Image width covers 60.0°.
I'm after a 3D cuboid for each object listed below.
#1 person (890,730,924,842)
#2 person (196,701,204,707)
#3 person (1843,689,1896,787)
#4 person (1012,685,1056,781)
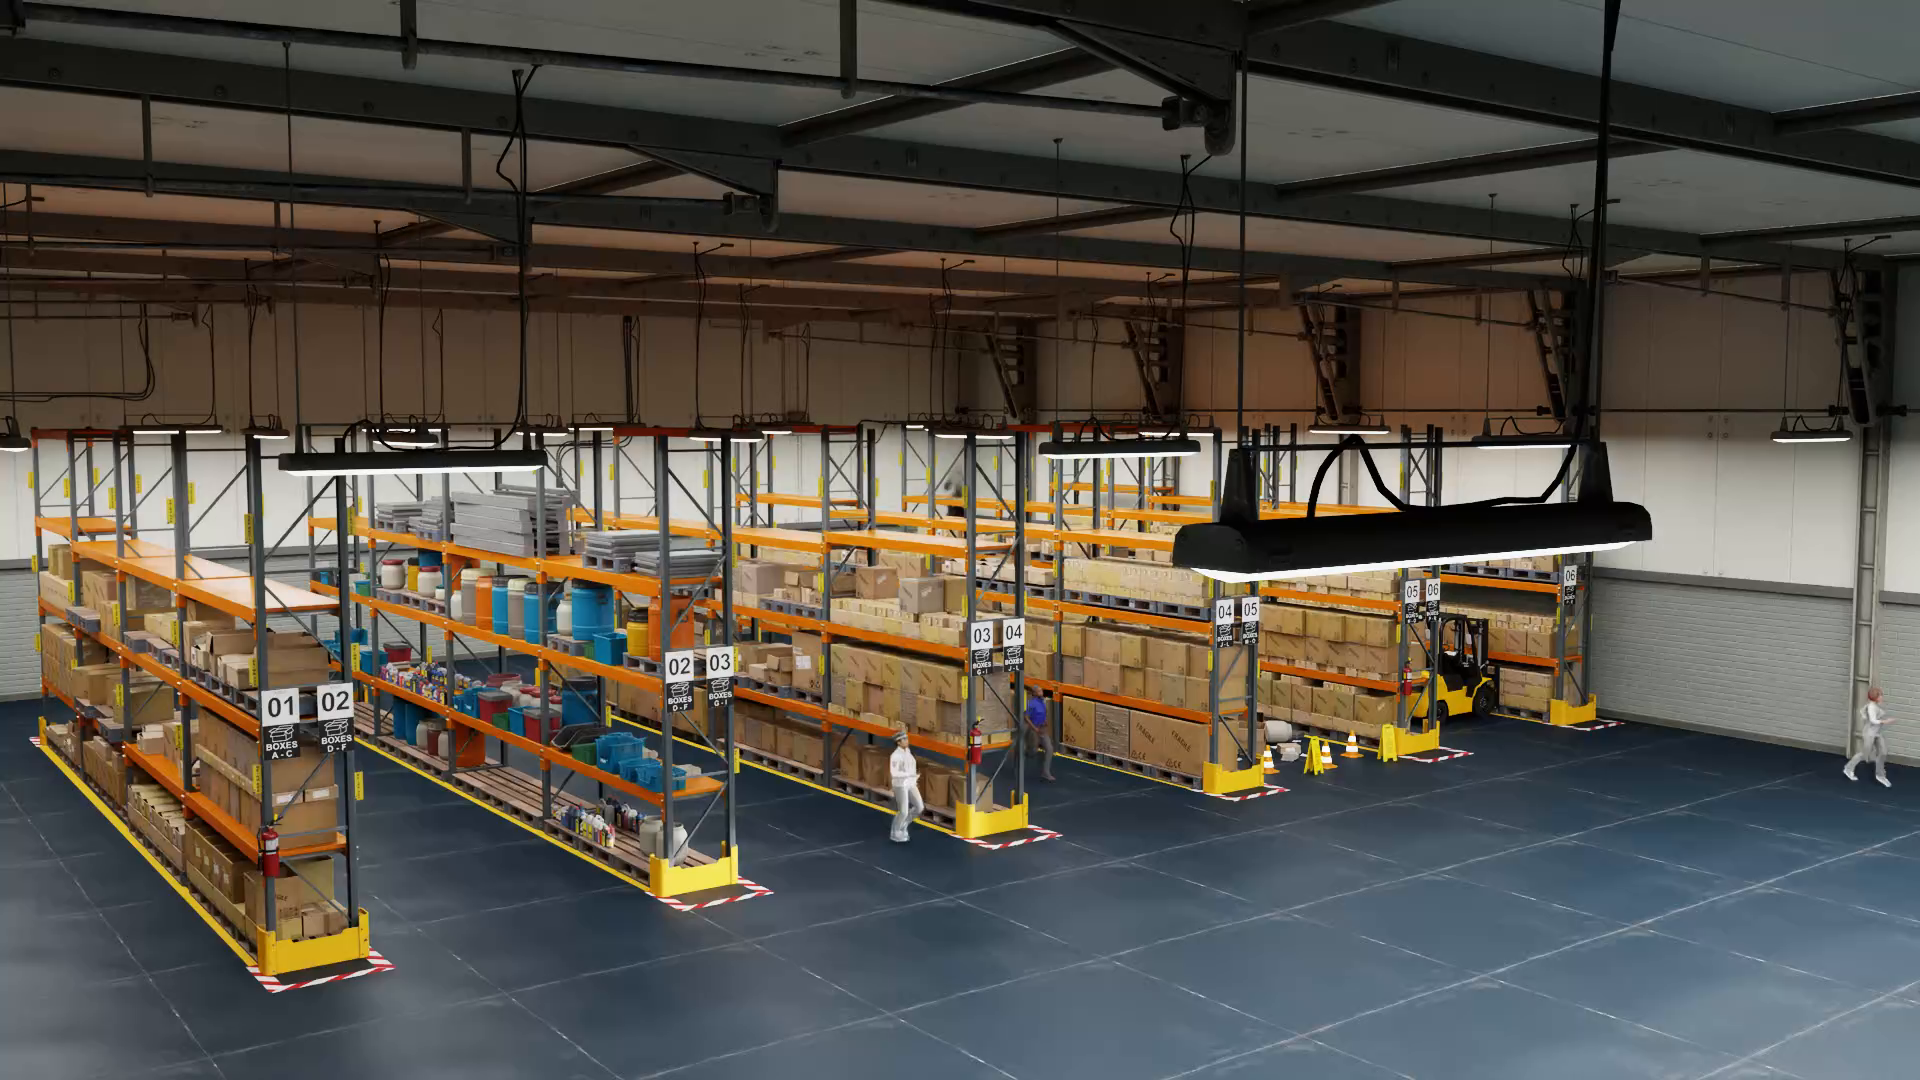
[{"bbox_3d":[-0.762,3.587,24.240,0.577,1.666,0.599,3,5,32],"label":"person"},{"bbox_3d":[-14.267,3.038,31.524,0.906,1.680,0.626,4,6,38],"label":"person"},{"bbox_3d":[15.362,3.327,28.072,0.770,1.634,0.530,4,6,43],"label":"person"},{"bbox_3d":[1.297,3.302,28.646,0.867,1.632,0.568,4,6,42],"label":"person"}]
